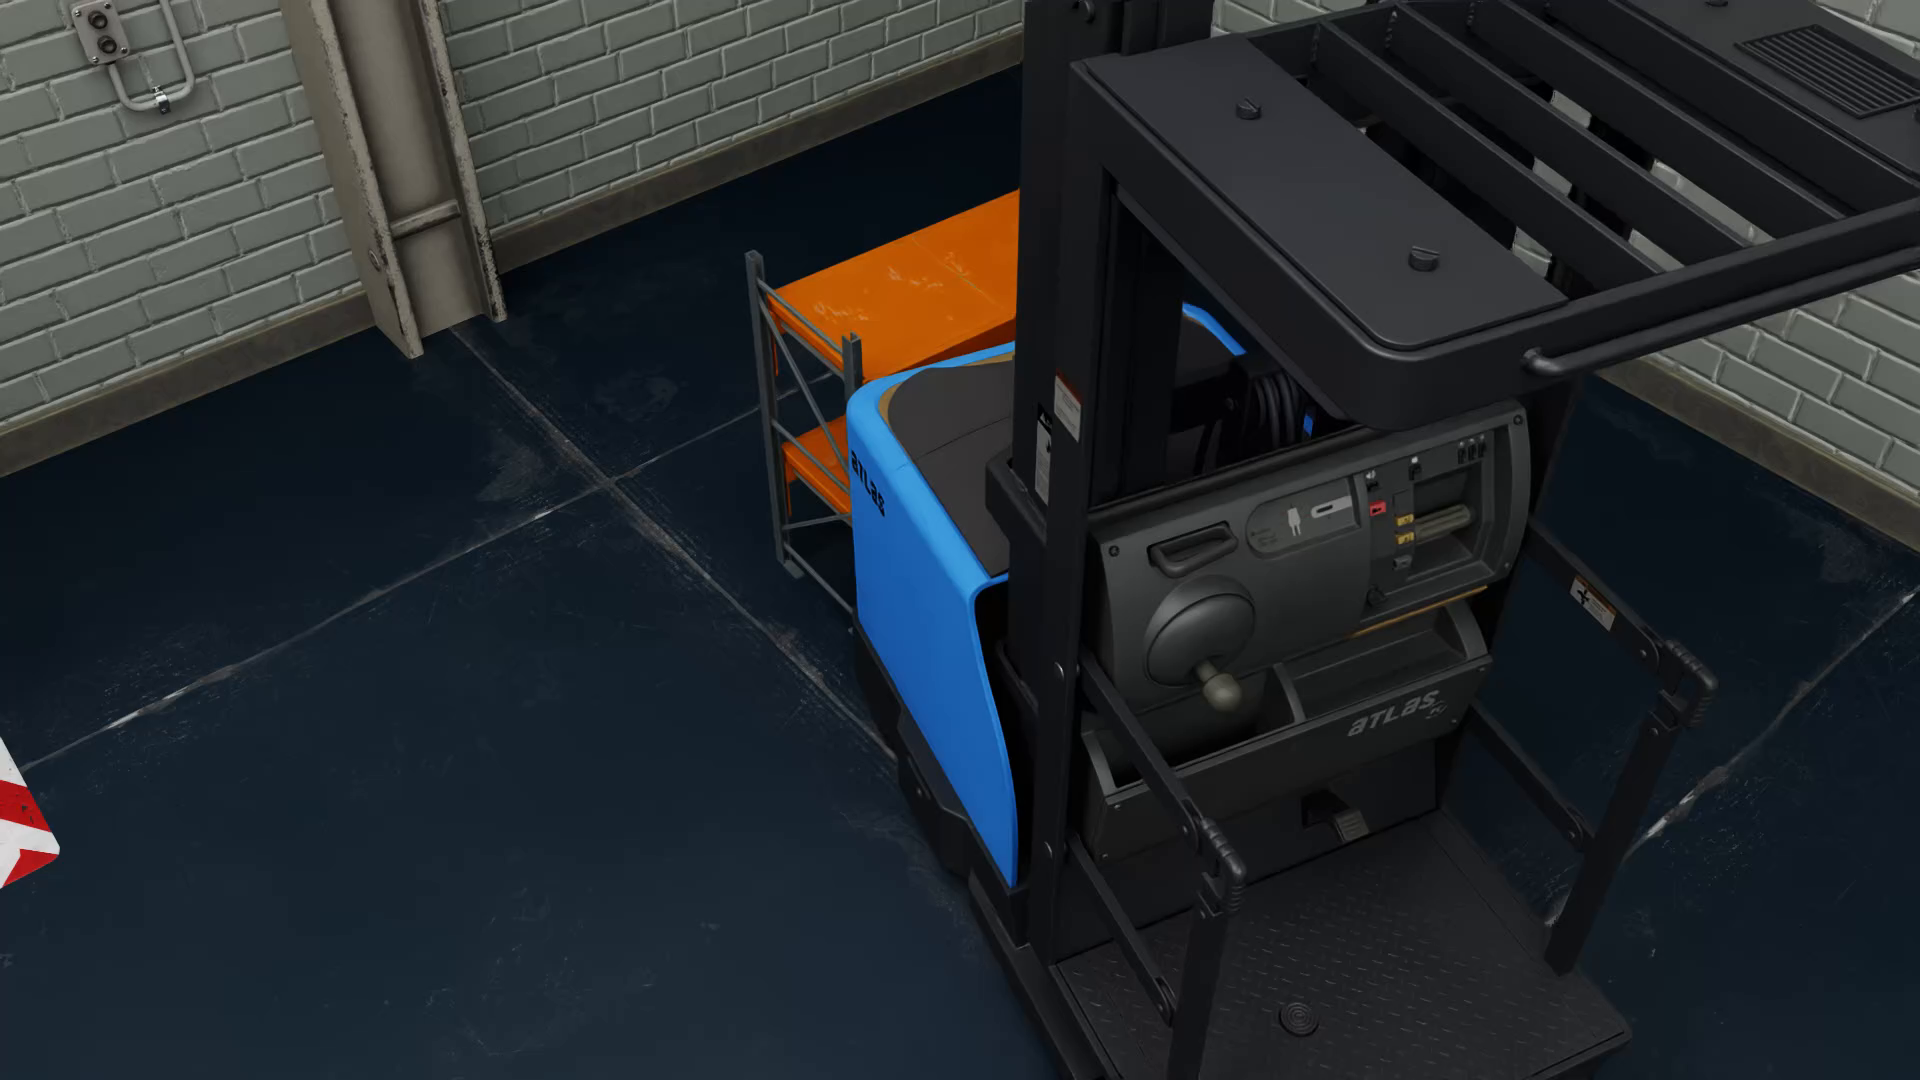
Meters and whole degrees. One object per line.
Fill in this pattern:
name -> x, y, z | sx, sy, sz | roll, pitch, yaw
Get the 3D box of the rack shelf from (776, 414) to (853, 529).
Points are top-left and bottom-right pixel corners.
rack shelf -> -0.004, -0.254, 5.056 | 1.000, 0.278, 0.538 | -28, 50, -26

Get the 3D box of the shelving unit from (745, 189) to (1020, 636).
shelving unit -> -0.004, -0.432, 4.889 | 1.048, 1.125, 0.538 | -28, 50, -26

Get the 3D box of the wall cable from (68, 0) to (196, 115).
wall cable -> -3.050, -1.696, 4.122 | 1.851, 1.984, 0.084 | -30, 51, -28

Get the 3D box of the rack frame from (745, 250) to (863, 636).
rack frame -> -0.409, -0.222, 4.664 | 0.032, 1.125, 0.500 | -28, 50, -26

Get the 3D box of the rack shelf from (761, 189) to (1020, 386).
rack shelf -> -0.004, -0.646, 4.688 | 1.000, 0.278, 0.538 | -28, 50, -26

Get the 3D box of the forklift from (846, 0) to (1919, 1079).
forklift -> 0.772, 0.118, 2.983 | 1.130, 2.935, 3.031 | -17, 46, -18

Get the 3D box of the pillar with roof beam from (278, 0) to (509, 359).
pillar with roof beam -> 0.853, -1.832, 0.628 | 0.400, 9.000, 9.100 | -30, 51, -28
